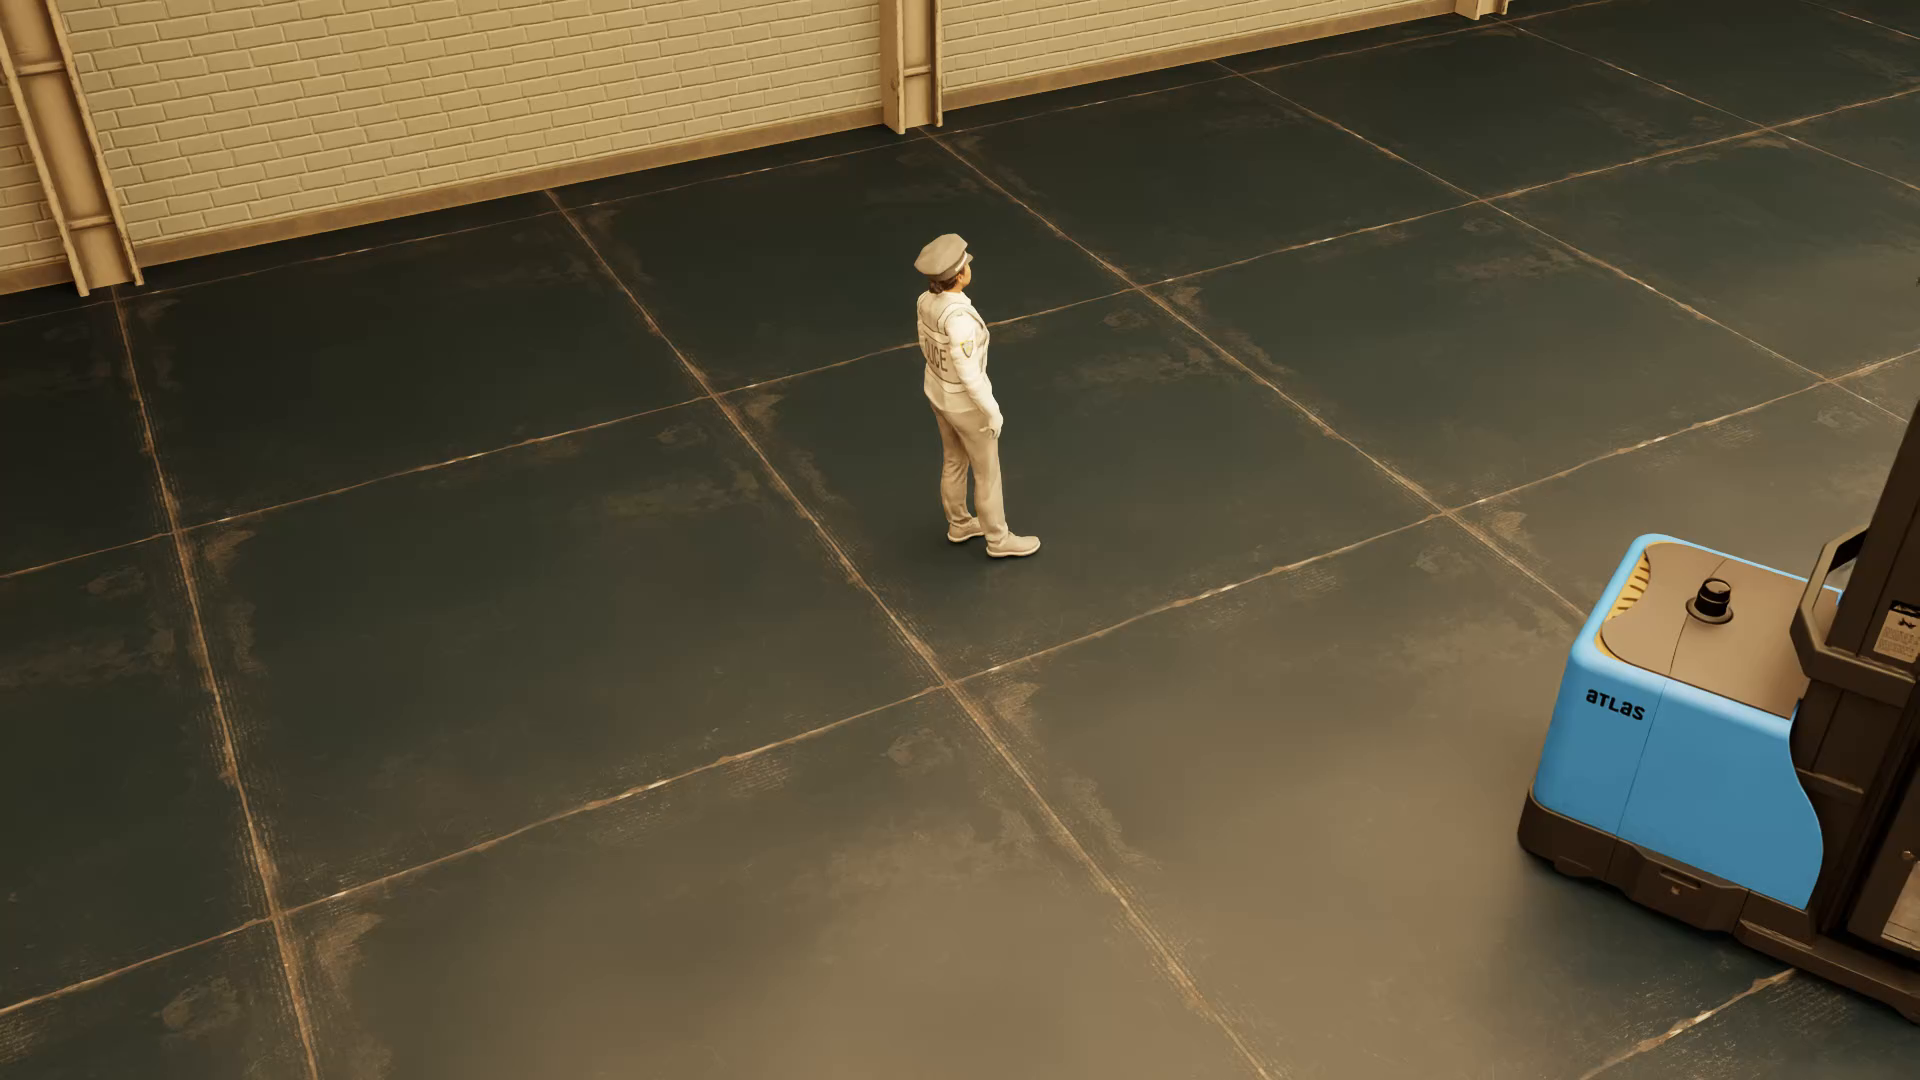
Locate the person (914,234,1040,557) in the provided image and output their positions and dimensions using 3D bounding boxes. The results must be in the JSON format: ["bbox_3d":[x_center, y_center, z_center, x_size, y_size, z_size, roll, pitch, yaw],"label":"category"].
[{"bbox_3d":[0.064,-0.713,8.190,0.530,1.694,0.586,-17,39,-23],"label":"person"}]

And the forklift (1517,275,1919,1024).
[{"bbox_3d":[3.796,0.334,5.651,3.031,2.935,1.130,21,40,27],"label":"forklift"}]
